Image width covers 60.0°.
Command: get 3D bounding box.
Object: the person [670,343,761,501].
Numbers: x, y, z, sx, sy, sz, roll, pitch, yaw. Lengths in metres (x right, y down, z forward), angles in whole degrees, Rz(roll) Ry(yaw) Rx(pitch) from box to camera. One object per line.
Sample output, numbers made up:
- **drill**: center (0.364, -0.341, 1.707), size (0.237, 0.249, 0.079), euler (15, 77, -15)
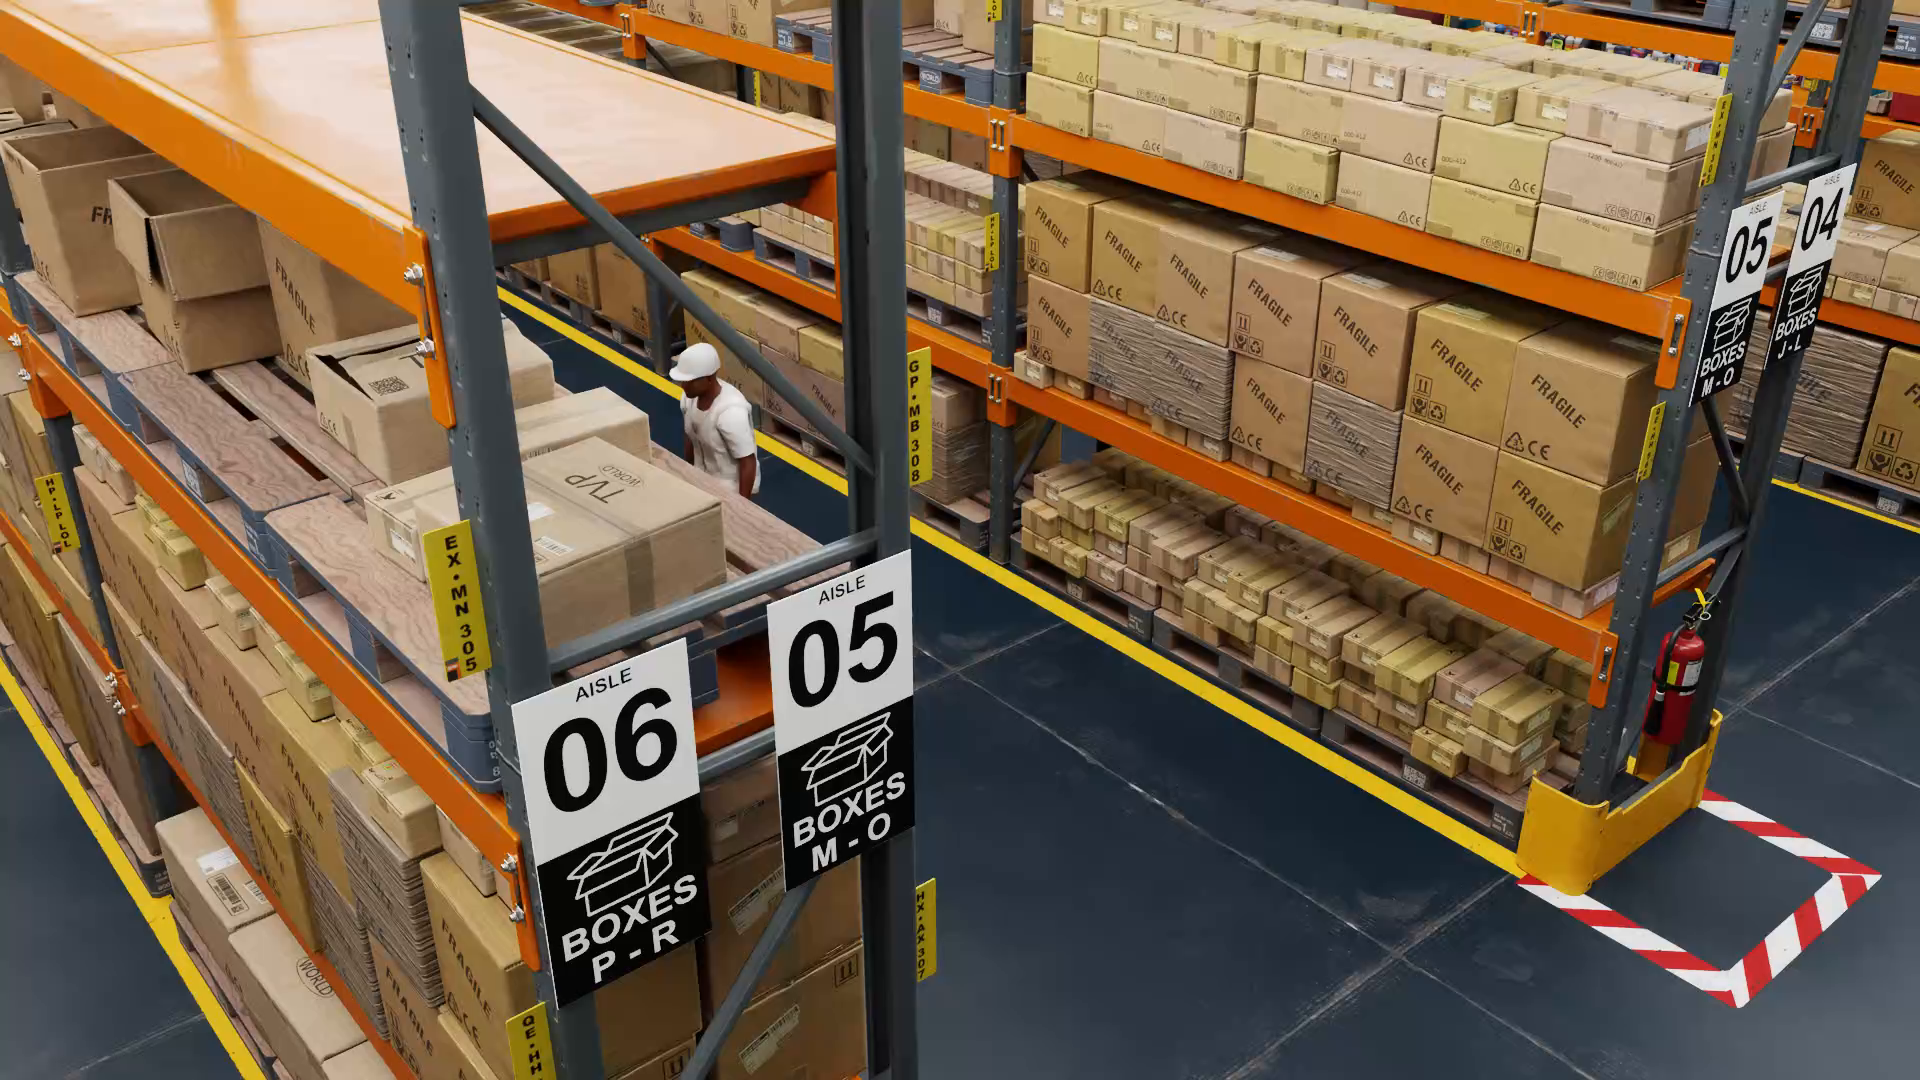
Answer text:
- **person**: center (-1.366, -0.291, 9.321), size (0.457, 1.761, 0.626), euler (-22, 35, -35)
